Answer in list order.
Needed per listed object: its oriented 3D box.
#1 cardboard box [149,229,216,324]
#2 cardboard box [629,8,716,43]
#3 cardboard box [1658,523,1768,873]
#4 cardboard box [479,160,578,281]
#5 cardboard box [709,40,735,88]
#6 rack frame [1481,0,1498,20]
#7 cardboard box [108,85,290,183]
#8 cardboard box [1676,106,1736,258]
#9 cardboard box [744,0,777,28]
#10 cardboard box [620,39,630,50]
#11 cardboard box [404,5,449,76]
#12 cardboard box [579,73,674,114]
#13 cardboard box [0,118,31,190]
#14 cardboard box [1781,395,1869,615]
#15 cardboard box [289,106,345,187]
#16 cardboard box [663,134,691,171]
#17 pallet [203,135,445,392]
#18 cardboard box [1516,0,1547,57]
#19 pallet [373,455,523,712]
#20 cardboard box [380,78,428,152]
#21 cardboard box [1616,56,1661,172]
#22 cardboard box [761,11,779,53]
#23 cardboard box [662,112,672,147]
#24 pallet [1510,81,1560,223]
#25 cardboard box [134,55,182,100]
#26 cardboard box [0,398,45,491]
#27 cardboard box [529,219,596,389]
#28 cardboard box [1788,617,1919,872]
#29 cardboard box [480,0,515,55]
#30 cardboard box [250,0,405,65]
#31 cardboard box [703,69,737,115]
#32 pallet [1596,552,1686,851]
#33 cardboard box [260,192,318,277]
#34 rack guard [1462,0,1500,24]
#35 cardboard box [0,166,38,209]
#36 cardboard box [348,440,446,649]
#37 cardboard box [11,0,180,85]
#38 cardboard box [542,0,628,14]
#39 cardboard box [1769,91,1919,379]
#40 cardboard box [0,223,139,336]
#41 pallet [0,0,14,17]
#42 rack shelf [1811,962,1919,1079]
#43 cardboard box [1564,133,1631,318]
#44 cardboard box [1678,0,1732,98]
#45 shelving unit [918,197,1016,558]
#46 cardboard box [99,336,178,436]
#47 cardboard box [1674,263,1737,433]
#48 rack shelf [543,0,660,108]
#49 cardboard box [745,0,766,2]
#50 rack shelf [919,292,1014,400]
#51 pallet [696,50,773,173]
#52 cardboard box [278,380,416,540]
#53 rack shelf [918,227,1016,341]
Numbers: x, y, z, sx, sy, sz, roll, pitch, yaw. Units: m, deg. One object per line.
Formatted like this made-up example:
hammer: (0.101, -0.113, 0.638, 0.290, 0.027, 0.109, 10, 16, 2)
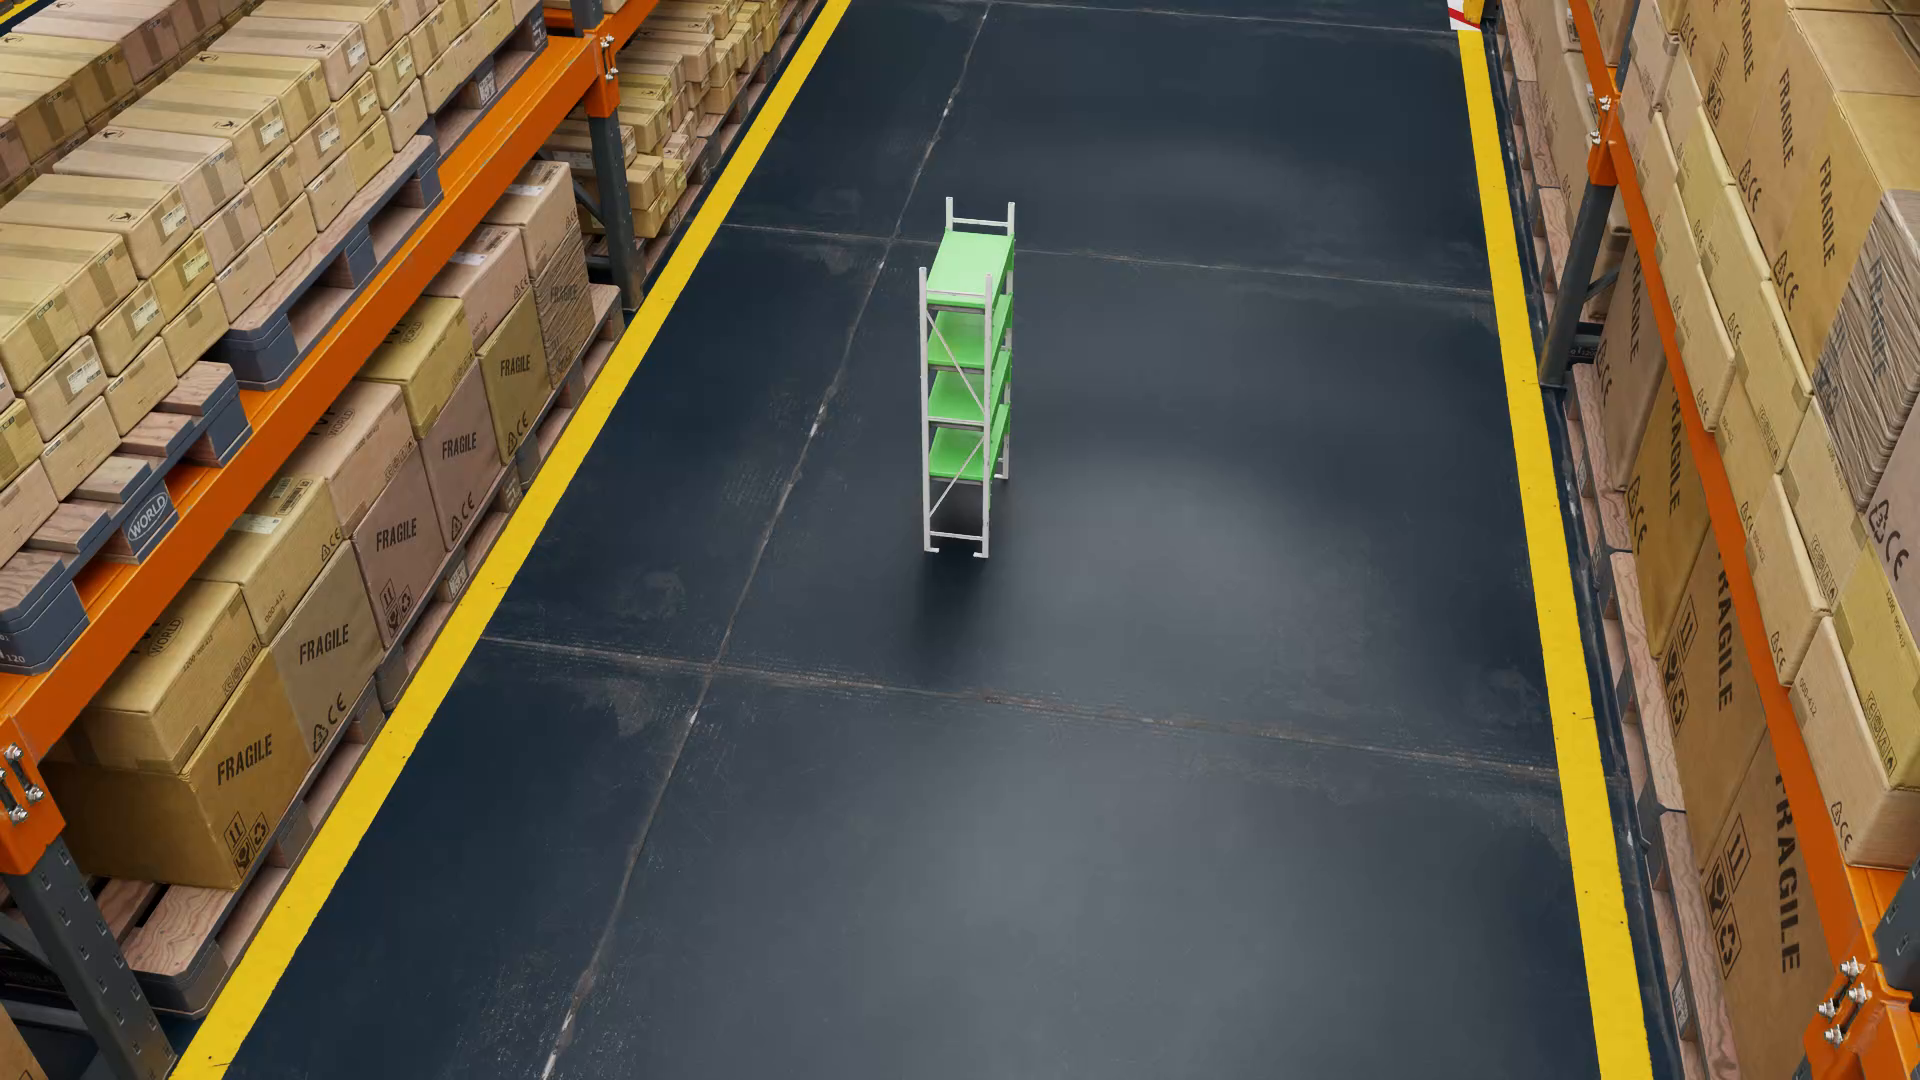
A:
cardboard box: (-2.221, -0.714, 4.394, 0.380, 0.149, 0.250, 7, 40, 8)
cardboard box: (-1.463, -2.580, 8.458, 0.380, 0.149, 0.250, 5, 40, 6)
cardboard box: (2.620, 0.399, 4.751, 0.875, 0.875, 0.875, 7, 40, 8)
cardboard box: (-1.821, -1.259, 6.463, 0.500, 0.250, 0.500, 5, 40, 6)
cardboard box: (-1.375, -2.453, 8.537, 0.380, 0.149, 0.250, 6, 40, 7)
rack frame: (3.644, -4.295, 9.091, 1.000, 3.000, 0.127, 6, 40, 8)
cardboard box: (-2.136, -1.145, 4.681, 0.380, 0.149, 0.250, 8, 40, 9)
cardboard box: (2.422, -1.030, 4.868, 0.500, 0.250, 0.500, 7, 40, 8)
cardboard box: (-1.224, -2.940, 9.126, 0.380, 0.149, 0.250, 7, 40, 8)
cardboard box: (-1.905, -2.493, 8.586, 0.380, 0.149, 0.250, 5, 40, 6)
cardboard box: (-1.948, -1.682, 5.565, 0.380, 0.149, 0.250, 5, 40, 6)
cardboard box: (-1.576, -2.083, 7.857, 0.380, 0.149, 0.250, 6, 40, 7)
cardboard box: (-2.819, -1.050, 4.566, 0.380, 0.149, 0.250, 6, 40, 8)
cardboard box: (2.178, -0.063, 3.698, 0.500, 0.250, 0.500, 5, 40, 7)
cardboard box: (-2.087, -1.196, 4.976, 0.380, 0.149, 0.250, 8, 40, 9)
cardboard box: (-1.524, -1.852, 8.044, 0.380, 0.149, 0.250, 6, 40, 7)
pallet: (-2.331, -0.930, 5.171, 1.003, 0.211, 1.213, 6, 40, 8)
cardboard box: (3.628, -3.044, 9.259, 0.875, 0.438, 0.875, 5, 40, 6)
pallet: (-2.283, 0.064, 6.006, 1.003, 0.211, 1.213, 6, 40, 8)
cardboard box: (-1.990, -1.409, 5.468, 0.380, 0.149, 0.250, 5, 40, 6)
cardboard box: (2.616, -1.480, 5.803, 0.500, 0.250, 0.500, 6, 40, 7)
cardboard box: (-1.222, -2.835, 9.233, 0.380, 0.149, 0.250, 5, 40, 6)
cardboard box: (-1.601, -1.963, 7.944, 0.380, 0.149, 0.250, 6, 40, 7)
pallet: (3.369, -1.946, 8.439, 1.003, 0.211, 1.213, 6, 40, 8)
cardboard box: (-2.684, -1.426, 5.255, 0.380, 0.149, 0.250, 6, 40, 7)
cardboard box: (-2.352, -0.217, 3.793, 0.380, 0.149, 0.250, 8, 40, 10)
cardboard box: (-1.821, -0.973, 6.705, 0.500, 0.500, 0.500, 6, 40, 7)
cardboard box: (2.092, 0.438, 3.484, 0.500, 0.250, 0.500, 5, 40, 6)
cardboard box: (-1.859, -1.898, 6.059, 0.380, 0.149, 0.250, 7, 40, 8)
cardboard box: (-2.002, -1.639, 5.278, 0.380, 0.149, 0.250, 5, 40, 6)
cardboard box: (-1.377, -2.342, 8.636, 0.380, 0.149, 0.250, 5, 40, 6)
pallet: (2.684, 0.551, 5.418, 1.003, 0.211, 1.213, 6, 40, 8)
cardboard box: (-2.129, -0.913, 4.867, 0.380, 0.149, 0.250, 7, 40, 8)
rack guard: (3.648, -3.347, 9.905, 1.175, 0.500, 0.348, 6, 40, 8)
cardboard box: (-2.819, -0.943, 4.670, 0.380, 0.149, 0.250, 6, 40, 7)
cardboard box: (-2.092, -0.009, 5.540, 0.500, 0.500, 0.500, 5, 40, 7)
cardboard box: (-2.685, -1.553, 5.175, 0.380, 0.149, 0.250, 8, 40, 9)
cardboard box: (-1.570, -2.312, 6.889, 0.380, 0.149, 0.250, 8, 40, 9)
cardboard box: (2.265, -0.685, 3.862, 0.500, 0.500, 0.500, 6, 40, 8)
cardboard box: (-2.272, -0.642, 4.073, 0.380, 0.149, 0.250, 6, 40, 7)
pallet: (-6.391, -3.039, 9.760, 1.003, 0.211, 1.213, 6, 40, 8)
rack shelf: (1.914, 2.258, 1.729, 1.077, 0.370, 4.000, 6, 40, 8)
cardboard box: (3.166, -1.341, 7.199, 0.875, 0.438, 0.875, 6, 40, 7)
cardboard box: (2.532, -1.642, 5.018, 0.500, 0.500, 0.500, 6, 40, 7)
shelving unit: (0.029, -0.566, 5.993, 0.258, 1.200, 0.503, 6, 40, 8)
cardboard box: (-2.264, -0.418, 4.269, 0.380, 0.149, 0.250, 8, 40, 10)
cardboard box: (2.328, -0.522, 4.645, 0.500, 0.250, 0.500, 6, 40, 7)
rack shelf: (-1.595, -3.245, 8.385, 1.077, 0.370, 4.000, 6, 40, 8)
cardboard box: (-1.209, -3.051, 9.028, 0.380, 0.149, 0.250, 8, 40, 9)
rack shelf: (0.029, -0.702, 5.881, 0.258, 0.148, 0.480, 6, 40, 8)
pallet: (-1.651, -2.386, 8.970, 1.003, 0.211, 1.213, 6, 40, 8)
cardboard box: (-2.089, -0.278, 5.275, 0.500, 0.250, 0.500, 7, 40, 8)
rack shelf: (0.029, -0.887, 5.728, 0.258, 0.148, 0.480, 6, 40, 8)
